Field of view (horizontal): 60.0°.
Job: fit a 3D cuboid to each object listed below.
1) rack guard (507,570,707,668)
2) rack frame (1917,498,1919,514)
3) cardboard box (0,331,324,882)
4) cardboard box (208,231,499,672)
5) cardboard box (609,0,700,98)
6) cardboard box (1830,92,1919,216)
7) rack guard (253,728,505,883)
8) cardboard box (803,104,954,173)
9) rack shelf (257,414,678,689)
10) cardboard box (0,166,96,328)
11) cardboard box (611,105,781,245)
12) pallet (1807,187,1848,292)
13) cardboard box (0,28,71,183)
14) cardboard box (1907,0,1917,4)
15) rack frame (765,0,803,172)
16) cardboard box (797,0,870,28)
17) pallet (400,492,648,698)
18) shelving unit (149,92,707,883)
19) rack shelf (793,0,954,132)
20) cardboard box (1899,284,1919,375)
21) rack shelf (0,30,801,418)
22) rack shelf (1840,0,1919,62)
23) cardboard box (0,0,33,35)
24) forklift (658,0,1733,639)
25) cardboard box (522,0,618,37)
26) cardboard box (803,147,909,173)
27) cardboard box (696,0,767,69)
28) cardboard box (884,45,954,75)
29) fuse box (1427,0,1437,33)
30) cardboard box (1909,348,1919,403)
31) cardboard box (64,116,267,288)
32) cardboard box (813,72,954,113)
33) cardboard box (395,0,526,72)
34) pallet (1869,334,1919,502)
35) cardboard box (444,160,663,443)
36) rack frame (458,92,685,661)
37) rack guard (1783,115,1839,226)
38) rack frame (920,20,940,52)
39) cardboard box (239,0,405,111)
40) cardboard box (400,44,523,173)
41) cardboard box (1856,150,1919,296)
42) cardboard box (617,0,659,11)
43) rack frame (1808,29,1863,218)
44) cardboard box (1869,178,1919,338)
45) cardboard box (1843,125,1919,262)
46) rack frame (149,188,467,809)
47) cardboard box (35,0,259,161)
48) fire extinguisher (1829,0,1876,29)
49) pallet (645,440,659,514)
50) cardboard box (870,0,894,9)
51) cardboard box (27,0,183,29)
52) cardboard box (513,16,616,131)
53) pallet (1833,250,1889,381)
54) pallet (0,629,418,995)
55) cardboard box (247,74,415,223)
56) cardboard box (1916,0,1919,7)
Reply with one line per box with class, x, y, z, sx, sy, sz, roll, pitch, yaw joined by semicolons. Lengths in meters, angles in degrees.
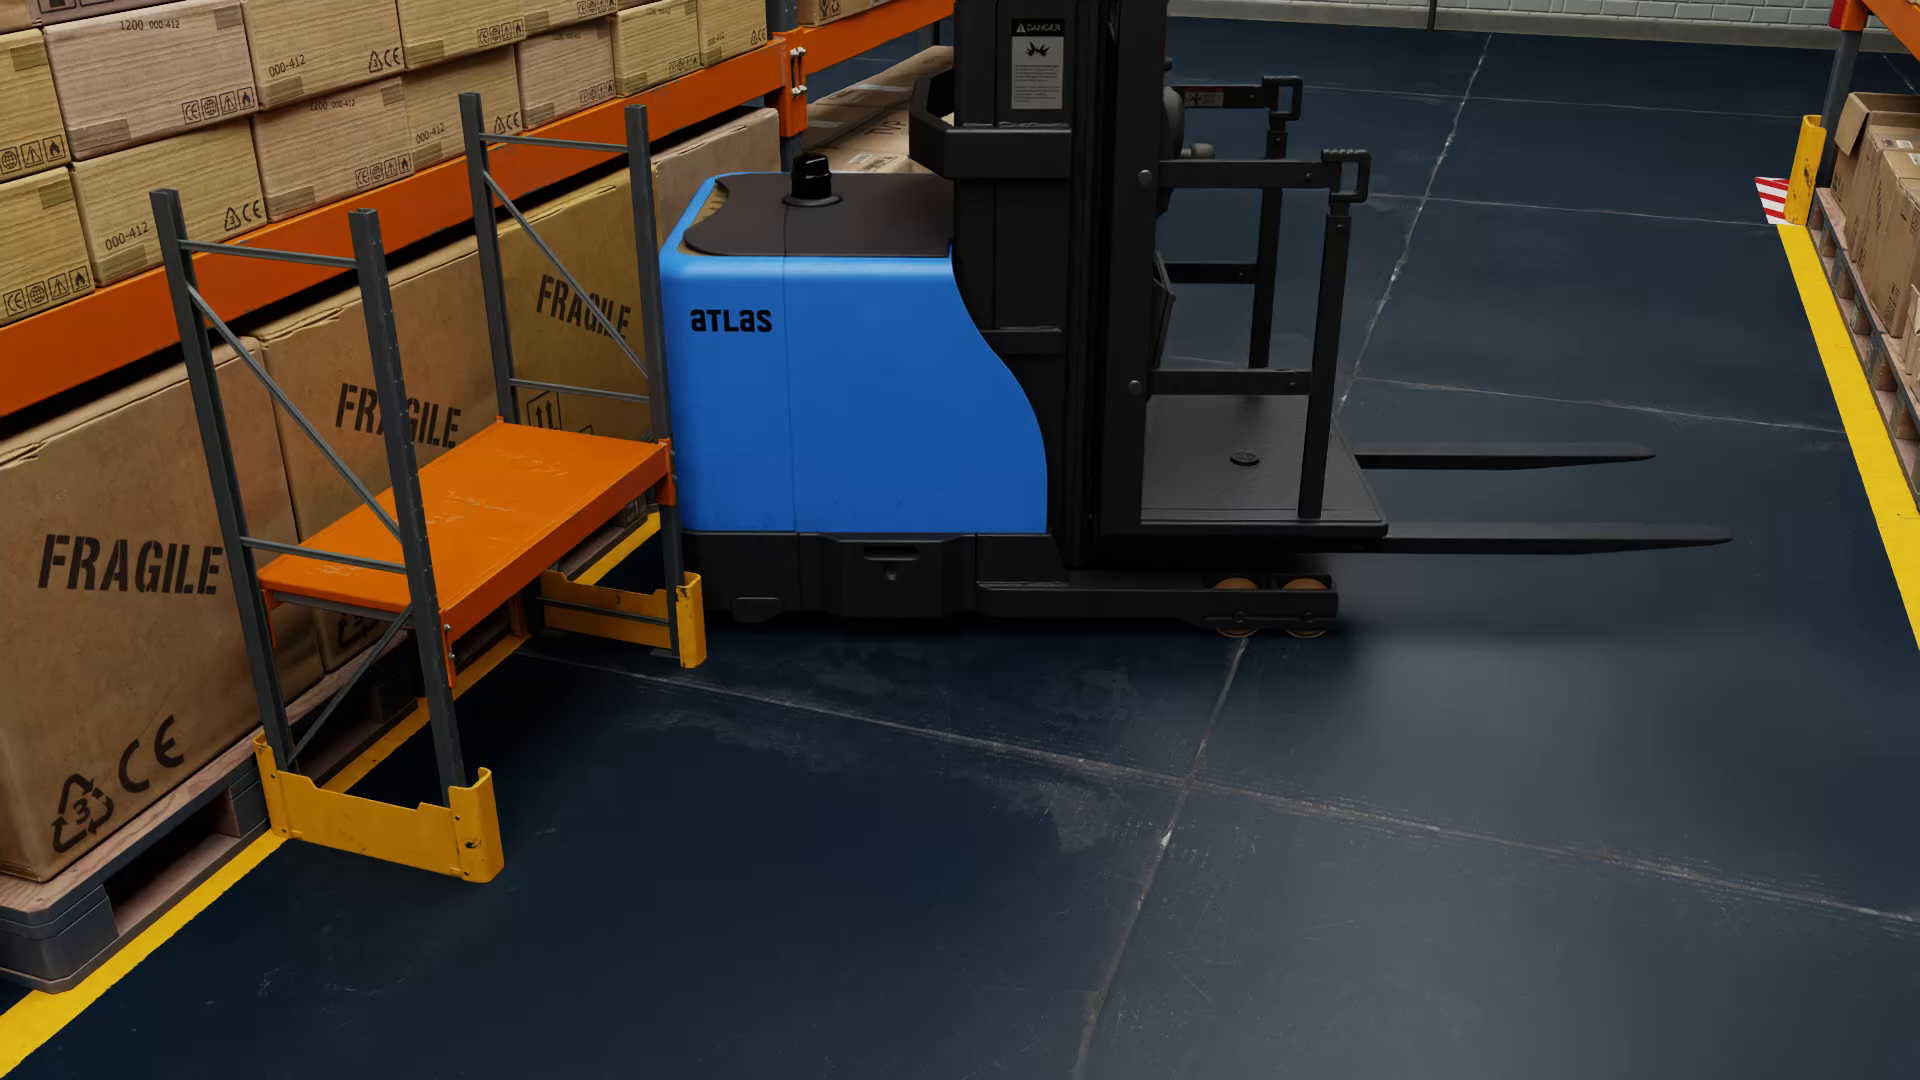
rack guard;-0.983;0.181;4.589;0.587;0.250;0.087;9;27;17
rack frame;3.600;-1.361;4.619;1.000;3.000;0.127;9;27;17
cardboard box;-2.104;0.060;3.640;0.875;0.875;0.875;8;27;17
cardboard box;-1.804;-0.306;4.396;0.875;0.875;0.875;9;27;18
cardboard box;-1.164;-1.582;5.247;0.500;0.250;0.500;8;27;17
cardboard box;4.639;-1.833;7.976;0.797;0.503;0.637;8;27;15
rack guard;-1.309;0.591;3.742;0.587;0.250;0.087;9;27;17
cardboard box;-0.474;-1.726;7.830;0.875;0.438;0.875;8;27;16
rack shelf;-1.149;-0.011;3.964;0.538;0.185;1.000;9;27;17
cardboard box;-2.013;-0.533;3.080;0.500;0.250;0.500;8;27;17
cardboard box;-1.212;-1.046;5.924;0.875;0.875;0.875;10;27;19
pallet;4.642;-1.391;7.880;1.003;0.211;1.213;9;27;17
cardboard box;-2.011;-0.765;2.987;0.500;0.250;0.500;9;27;17
cardboard box;4.088;-2.274;6.793;0.380;0.149;0.250;8;27;16
rack frame;-1.082;-2.079;6.102;1.000;3.000;0.127;9;27;17
cardboard box;-0.678;-2.279;6.401;0.500;0.500;0.500;10;27;19
pallet;-1.672;0.007;4.994;1.003;0.211;1.213;9;27;17
shelving unit;-1.146;-0.176;3.893;0.587;1.500;1.083;9;27;17
rack shelf;-0.416;-2.577;7.957;1.077;0.370;4.000;9;27;17
cardboard box;3.628;-0.738;5.987;0.396;0.266;0.258;10;27;19
rack shelf;-1.747;-0.934;4.562;1.077;0.370;4.000;9;27;17
rack shelf;4.266;-1.859;6.473;1.077;0.370;4.000;9;27;17
cardboard box;-2.018;-1.098;2.813;0.500;0.500;0.500;8;27;16
forklift;0.698;-1.276;4.522;3.031;2.935;1.130;0;26;1
cardboard box;-1.325;-1.600;4.711;0.500;0.250;0.500;9;27;19
cardboard box;-0.771;-1.358;7.070;0.875;0.438;0.875;8;27;17
cardboard box;-0.993;-1.791;5.679;0.500;0.250;0.500;8;27;16
cardboard box;0.124;-2.473;9.374;0.875;0.438;0.875;8;27;16
fuse box;4.036;-5.099;13.818;0.539;1.711;0.414;9;27;17
cardboard box;3.509;-0.538;5.709;0.380;0.149;0.250;8;27;16
cardboard box;-1.858;-0.746;3.521;0.500;0.250;0.500;8;27;16
cardboard box;-0.172;-2.096;8.595;0.875;0.438;0.875;9;27;19
cardboard box;-1.479;-1.387;4.271;0.500;0.250;0.500;9;27;18
pallet;3.830;-0.388;5.809;1.003;0.211;1.213;9;27;17
cardboard box;-1.506;-0.673;5.155;0.875;0.875;0.875;10;27;19
rack frame;-0.982;-0.382;4.318;0.500;1.500;0.032;9;27;17
rack guard;4.906;-1.849;8.494;1.175;0.500;0.348;9;27;17
rack frame;0.250;-3.723;9.497;1.000;3.000;0.127;9;27;17
cardboard box;-1.661;-1.181;3.845;0.500;0.250;0.500;9;27;17
cardboard box;-1.517;-1.164;4.385;0.500;0.250;0.500;9;27;17
cardboard box;4.047;-1.283;6.844;0.500;0.500;0.500;9;27;18
cardboard box;-1.158;-1.814;5.153;0.500;0.250;0.500;9;27;19
rack frame;4.932;-3.005;8.014;1.000;3.000;0.127;9;27;17
cardboard box;3.972;-1.059;6.381;0.700;0.500;0.500;8;27;15
cardboard box;4.317;-1.485;7.263;0.700;0.500;0.500;10;28;20
rack frame;-1.315;0.037;3.453;0.500;1.500;0.032;9;27;17
cardboard box;-1.838;-0.978;3.426;0.500;0.250;0.500;9;27;19
fire extinguisher;4.545;-2.930;8.375;0.296;0.674;0.183;9;27;17
pallet;-1.267;-0.496;6.033;1.003;0.211;1.213;9;27;17
cardboard box;-0.507;-2.485;6.826;0.500;0.500;0.500;9;27;18
cardboard box;-1.862;-1.303;3.237;0.500;0.500;0.500;9;27;18
cardboard box;-1.350;-1.377;4.824;0.500;0.250;0.500;8;27;16
pallet;4.234;-0.891;6.848;1.003;0.211;1.213;9;27;17
pallet;-2.079;0.507;3.962;1.003;0.211;1.213;9;27;17
cardboard box;-1.678;-0.961;3.965;0.500;0.250;0.500;10;27;19
cardboard box;4.019;-2.163;6.564;0.380;0.149;0.250;9;27;19
